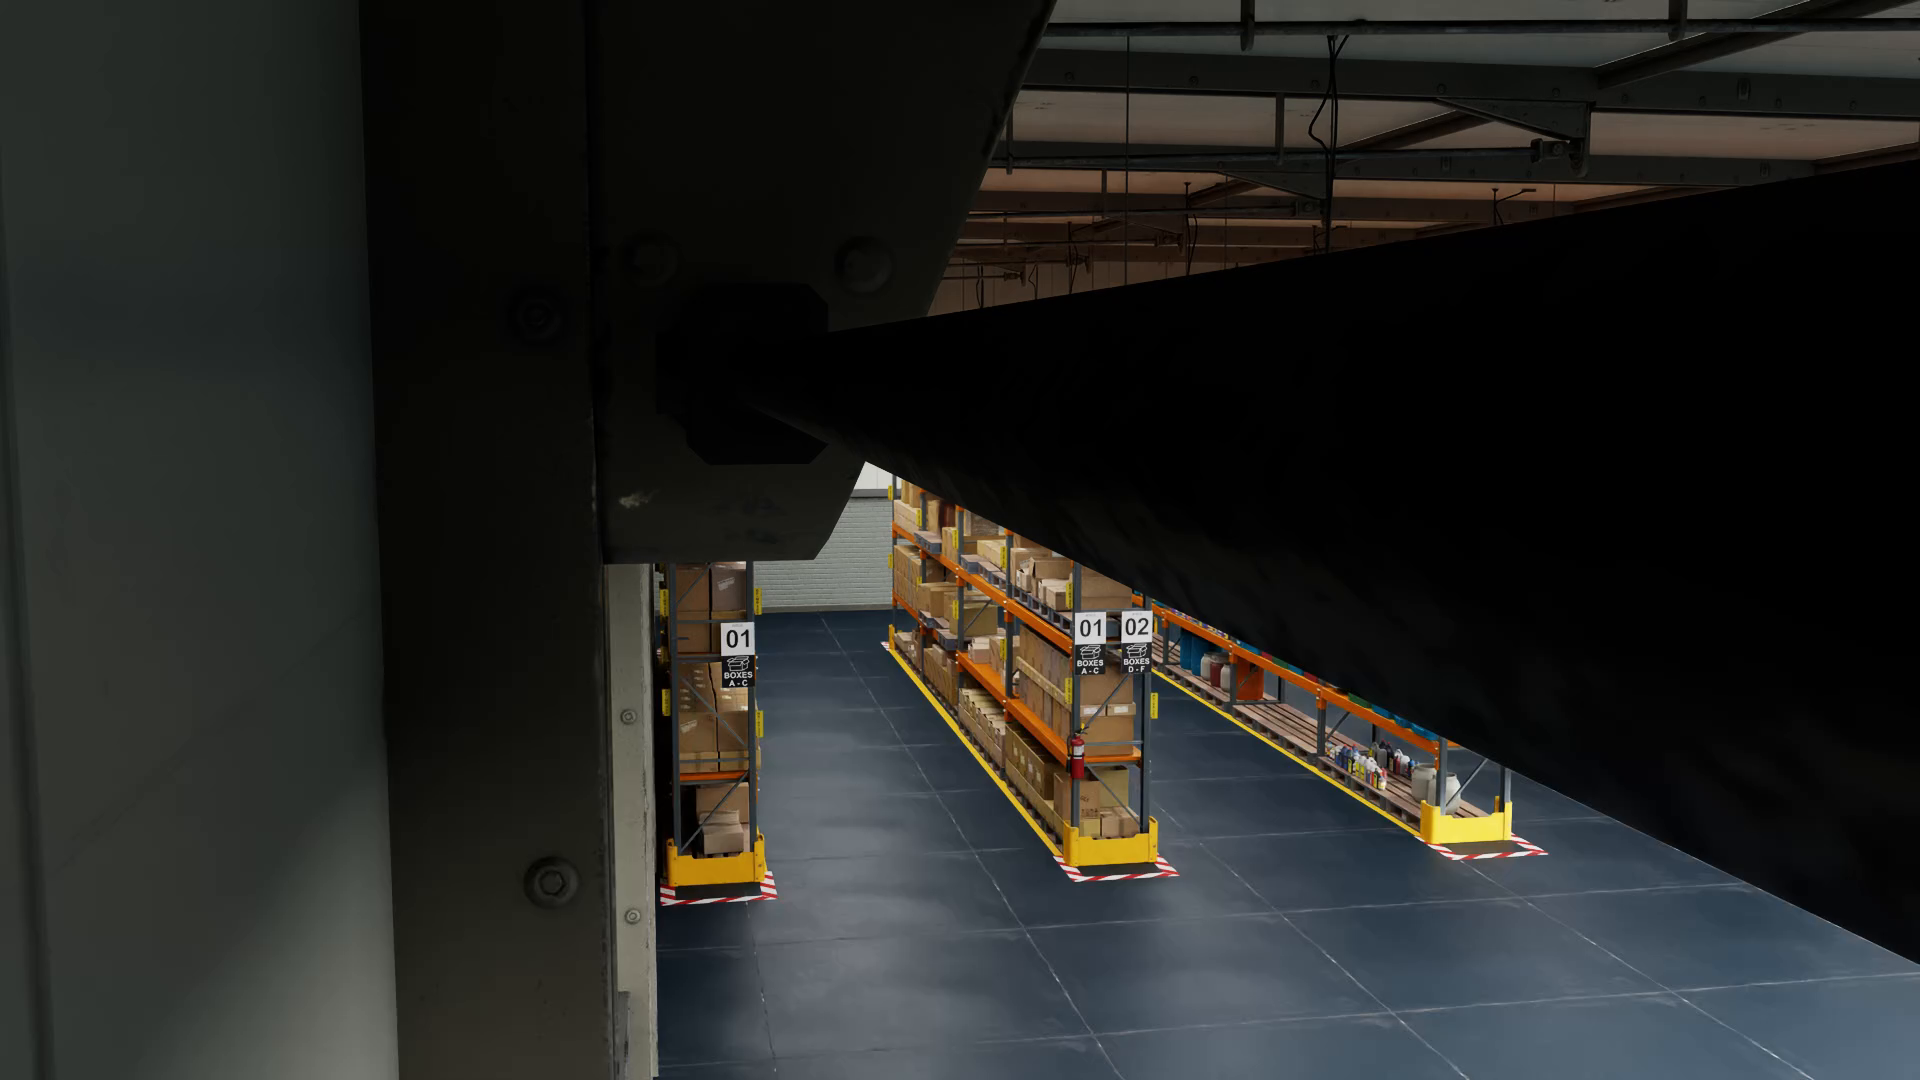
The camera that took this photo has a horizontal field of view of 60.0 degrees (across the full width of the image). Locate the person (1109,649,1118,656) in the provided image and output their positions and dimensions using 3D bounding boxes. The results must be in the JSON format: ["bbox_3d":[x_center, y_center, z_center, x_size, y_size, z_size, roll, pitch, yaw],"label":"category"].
[{"bbox_3d":[3.024,1.702,33.577,0.365,1.699,0.496,-2,7,-18],"label":"person"}]
